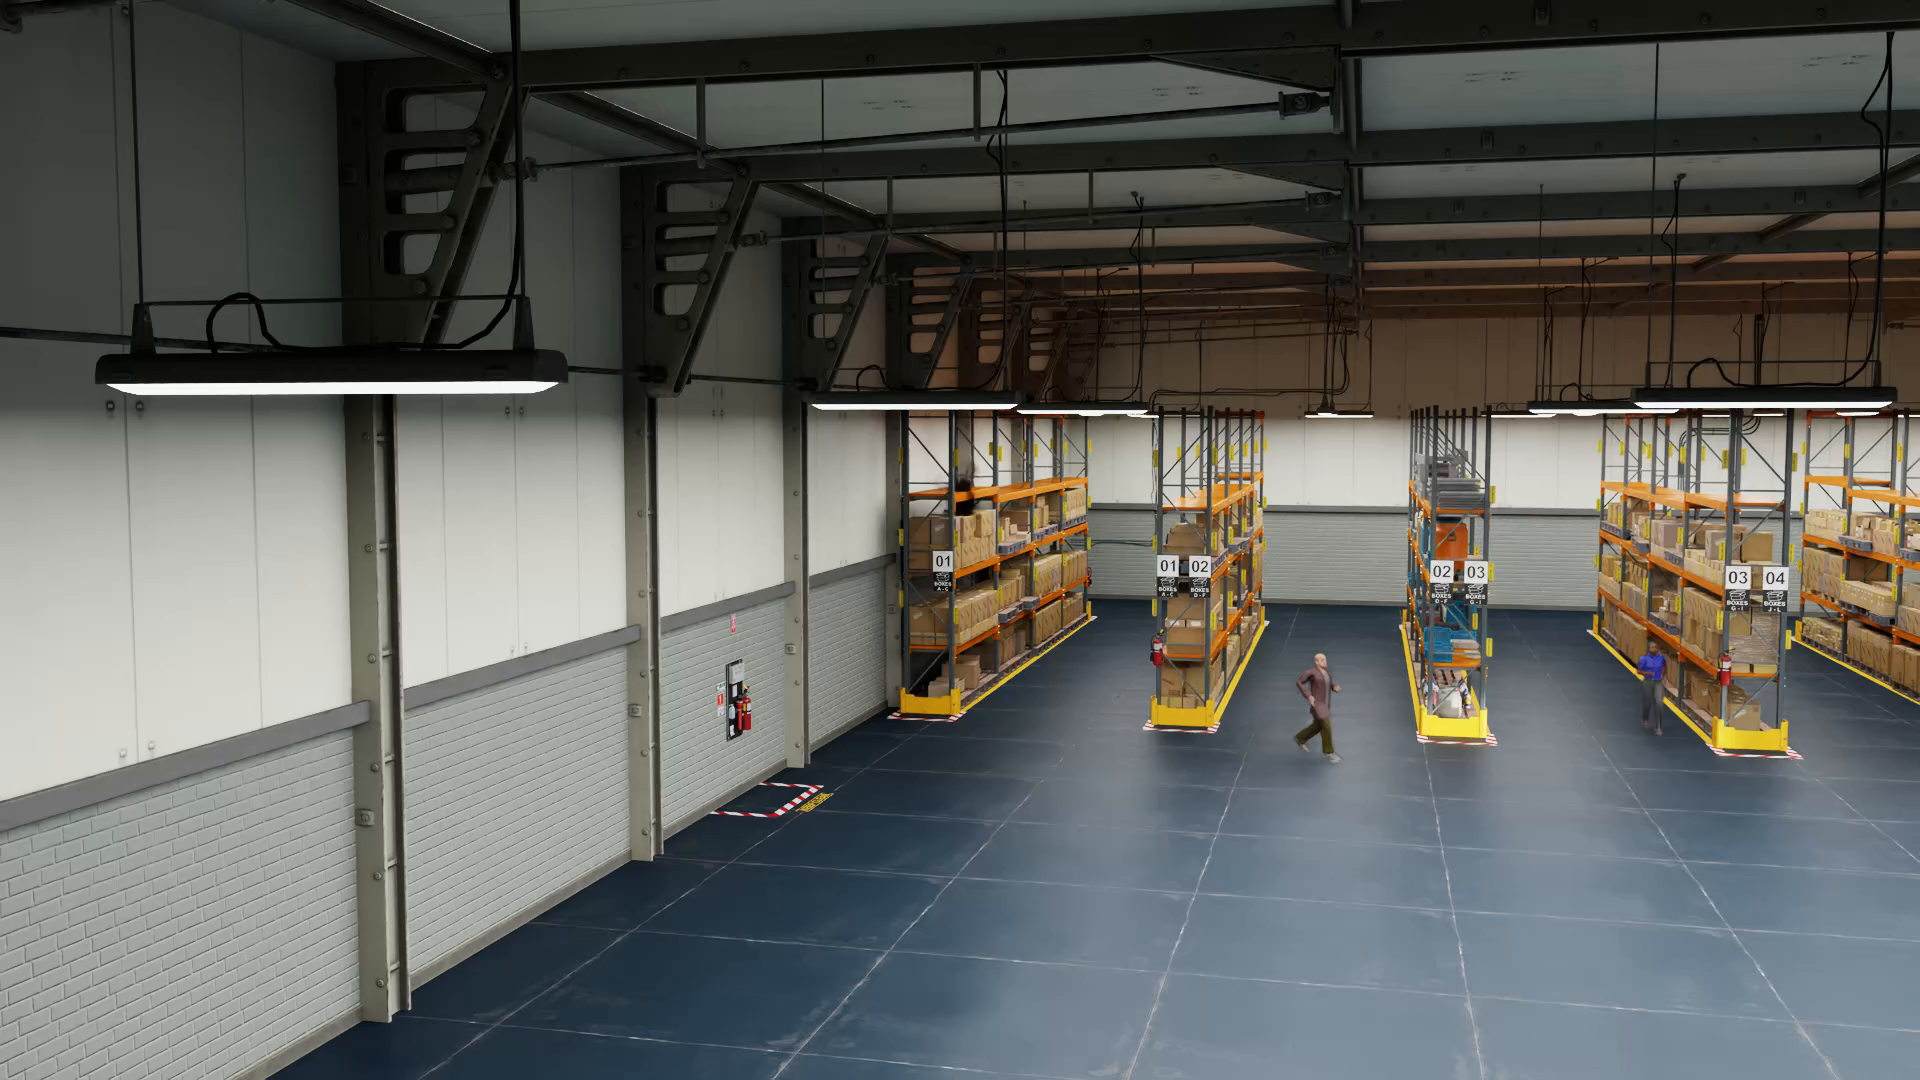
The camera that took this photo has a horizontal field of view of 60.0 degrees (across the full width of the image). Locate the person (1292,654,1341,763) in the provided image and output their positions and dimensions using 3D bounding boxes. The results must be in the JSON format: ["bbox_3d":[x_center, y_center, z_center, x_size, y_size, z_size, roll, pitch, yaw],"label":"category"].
[{"bbox_3d":[6.076,2.810,28.170,0.988,1.802,0.687,4,6,45],"label":"person"}]

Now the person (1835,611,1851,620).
[{"bbox_3d":[23.513,1.736,44.230,0.753,1.551,0.596,-3,5,-37],"label":"person"}]

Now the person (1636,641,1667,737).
[{"bbox_3d":[12.695,2.710,30.518,0.564,1.716,0.794,1,4,12],"label":"person"}]
